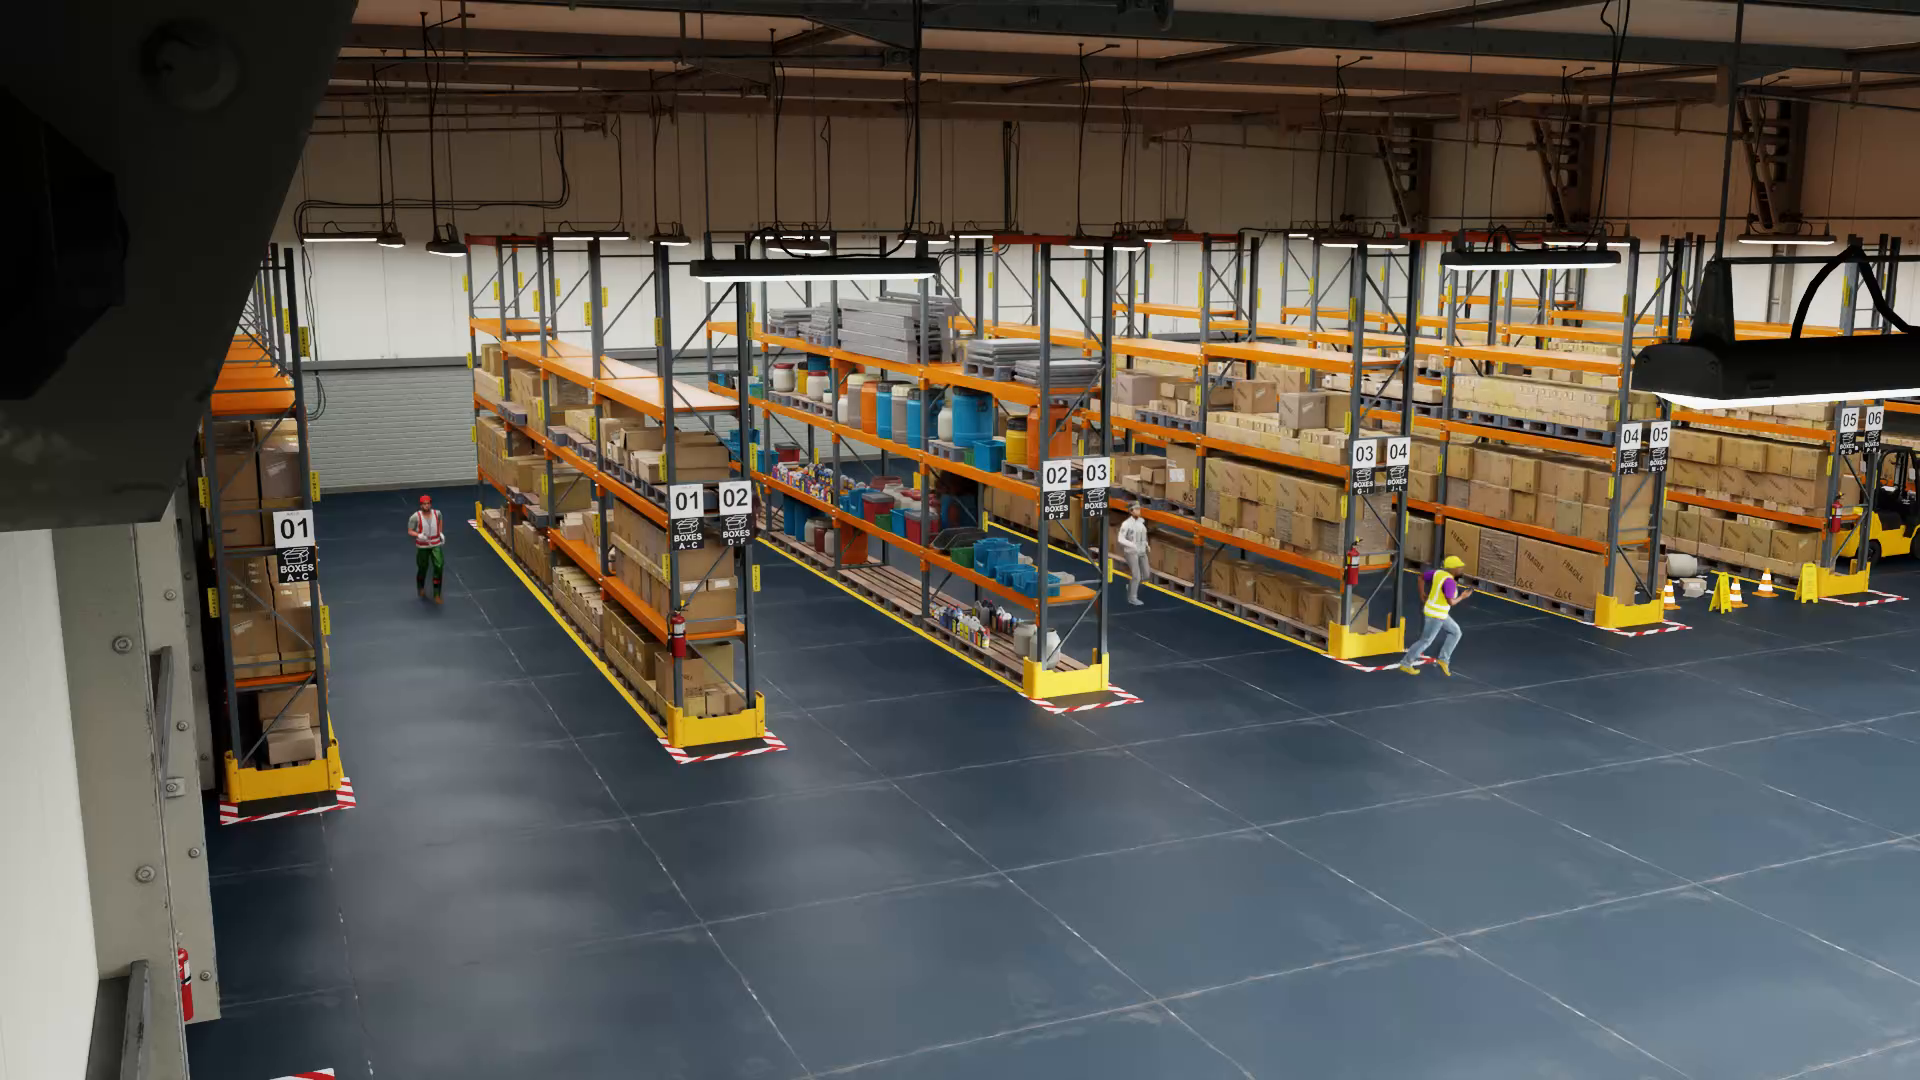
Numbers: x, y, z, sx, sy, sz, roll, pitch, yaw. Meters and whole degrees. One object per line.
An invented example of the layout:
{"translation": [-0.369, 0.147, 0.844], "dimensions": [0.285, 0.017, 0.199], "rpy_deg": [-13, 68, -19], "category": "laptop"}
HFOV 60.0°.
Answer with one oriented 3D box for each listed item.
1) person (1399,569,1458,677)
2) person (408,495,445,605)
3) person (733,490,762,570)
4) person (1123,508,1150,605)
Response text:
{"translation": [6.497, 1.178, 23.089], "dimensions": [0.732, 1.522, 0.660], "rpy_deg": [2, 11, 9], "category": "person"}
{"translation": [-8.890, 0.137, 27.751], "dimensions": [0.608, 1.833, 0.855], "rpy_deg": [-6, 12, -28], "category": "person"}
{"translation": [-3.899, -0.174, 30.026], "dimensions": [0.692, 1.517, 0.576], "rpy_deg": [-4, 12, -18], "category": "person"}
{"translation": [2.780, 0.219, 26.243], "dimensions": [0.428, 1.613, 0.526], "rpy_deg": [-8, 14, -36], "category": "person"}
